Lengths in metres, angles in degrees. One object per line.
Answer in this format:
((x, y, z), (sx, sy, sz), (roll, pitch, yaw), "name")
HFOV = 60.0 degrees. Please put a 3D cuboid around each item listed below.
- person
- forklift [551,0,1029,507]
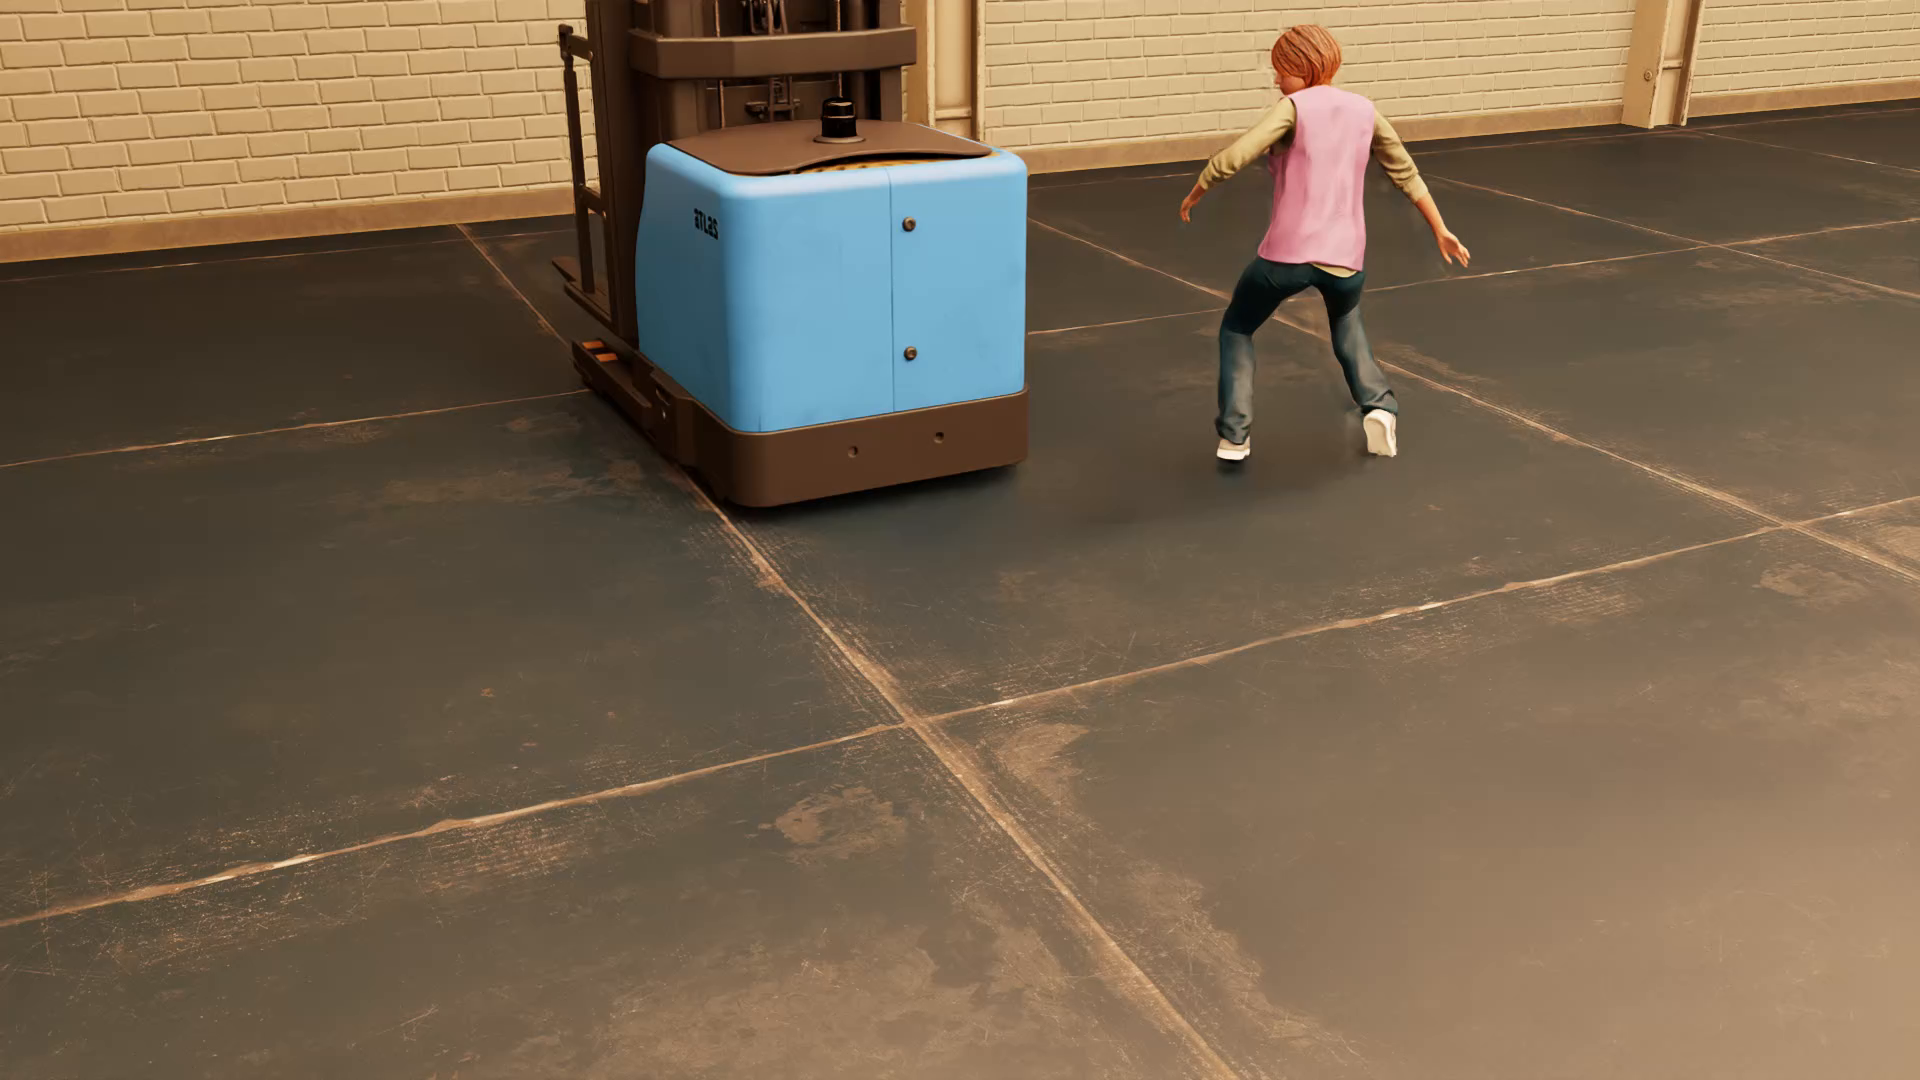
((1.212, -0.920, 5.616), (0.875, 1.433, 0.492), (-4, 23, -9), "person")
((-0.888, -1.983, 6.059), (1.130, 2.935, 3.031), (-11, 25, -25), "forklift")
